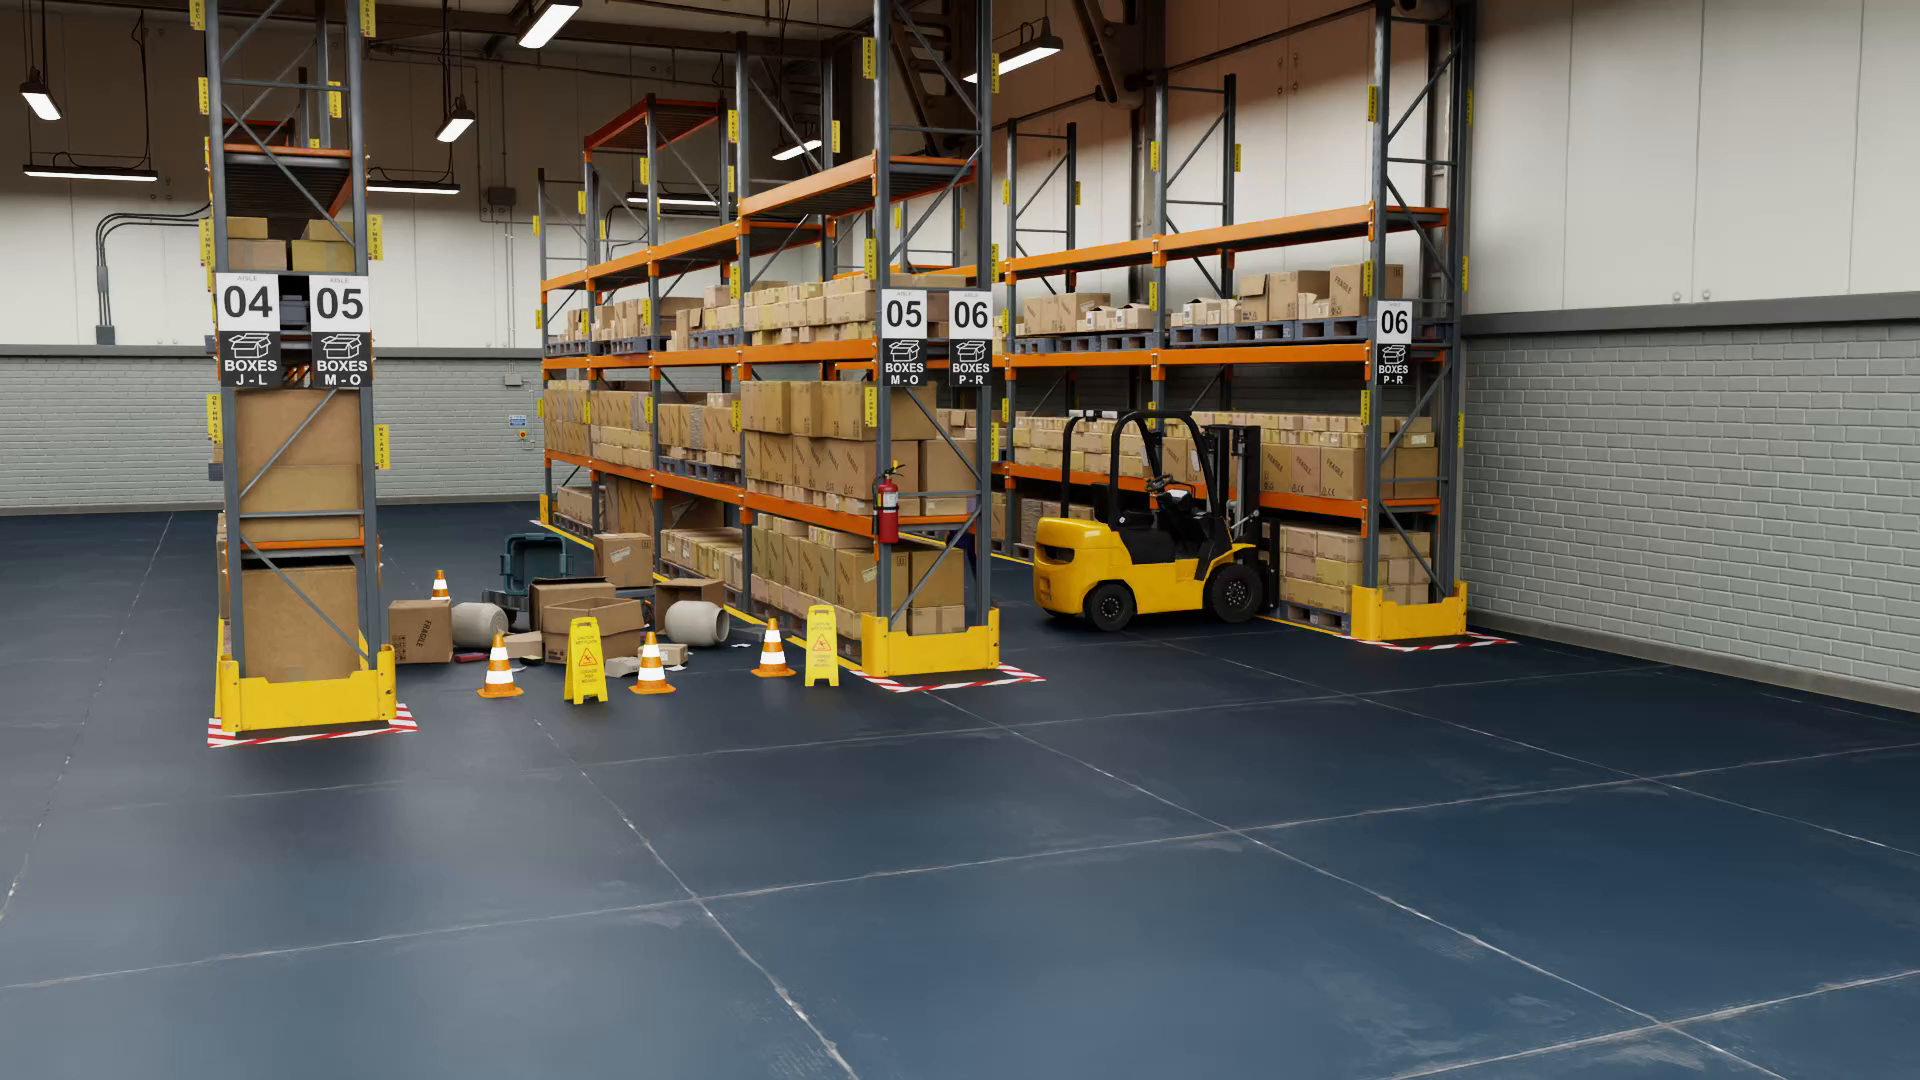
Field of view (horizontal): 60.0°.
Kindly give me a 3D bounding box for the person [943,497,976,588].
[{"bbox_3d":[0.082,-0.095,17.901,0.373,1.649,0.617,4,7,37],"label":"person"}]
